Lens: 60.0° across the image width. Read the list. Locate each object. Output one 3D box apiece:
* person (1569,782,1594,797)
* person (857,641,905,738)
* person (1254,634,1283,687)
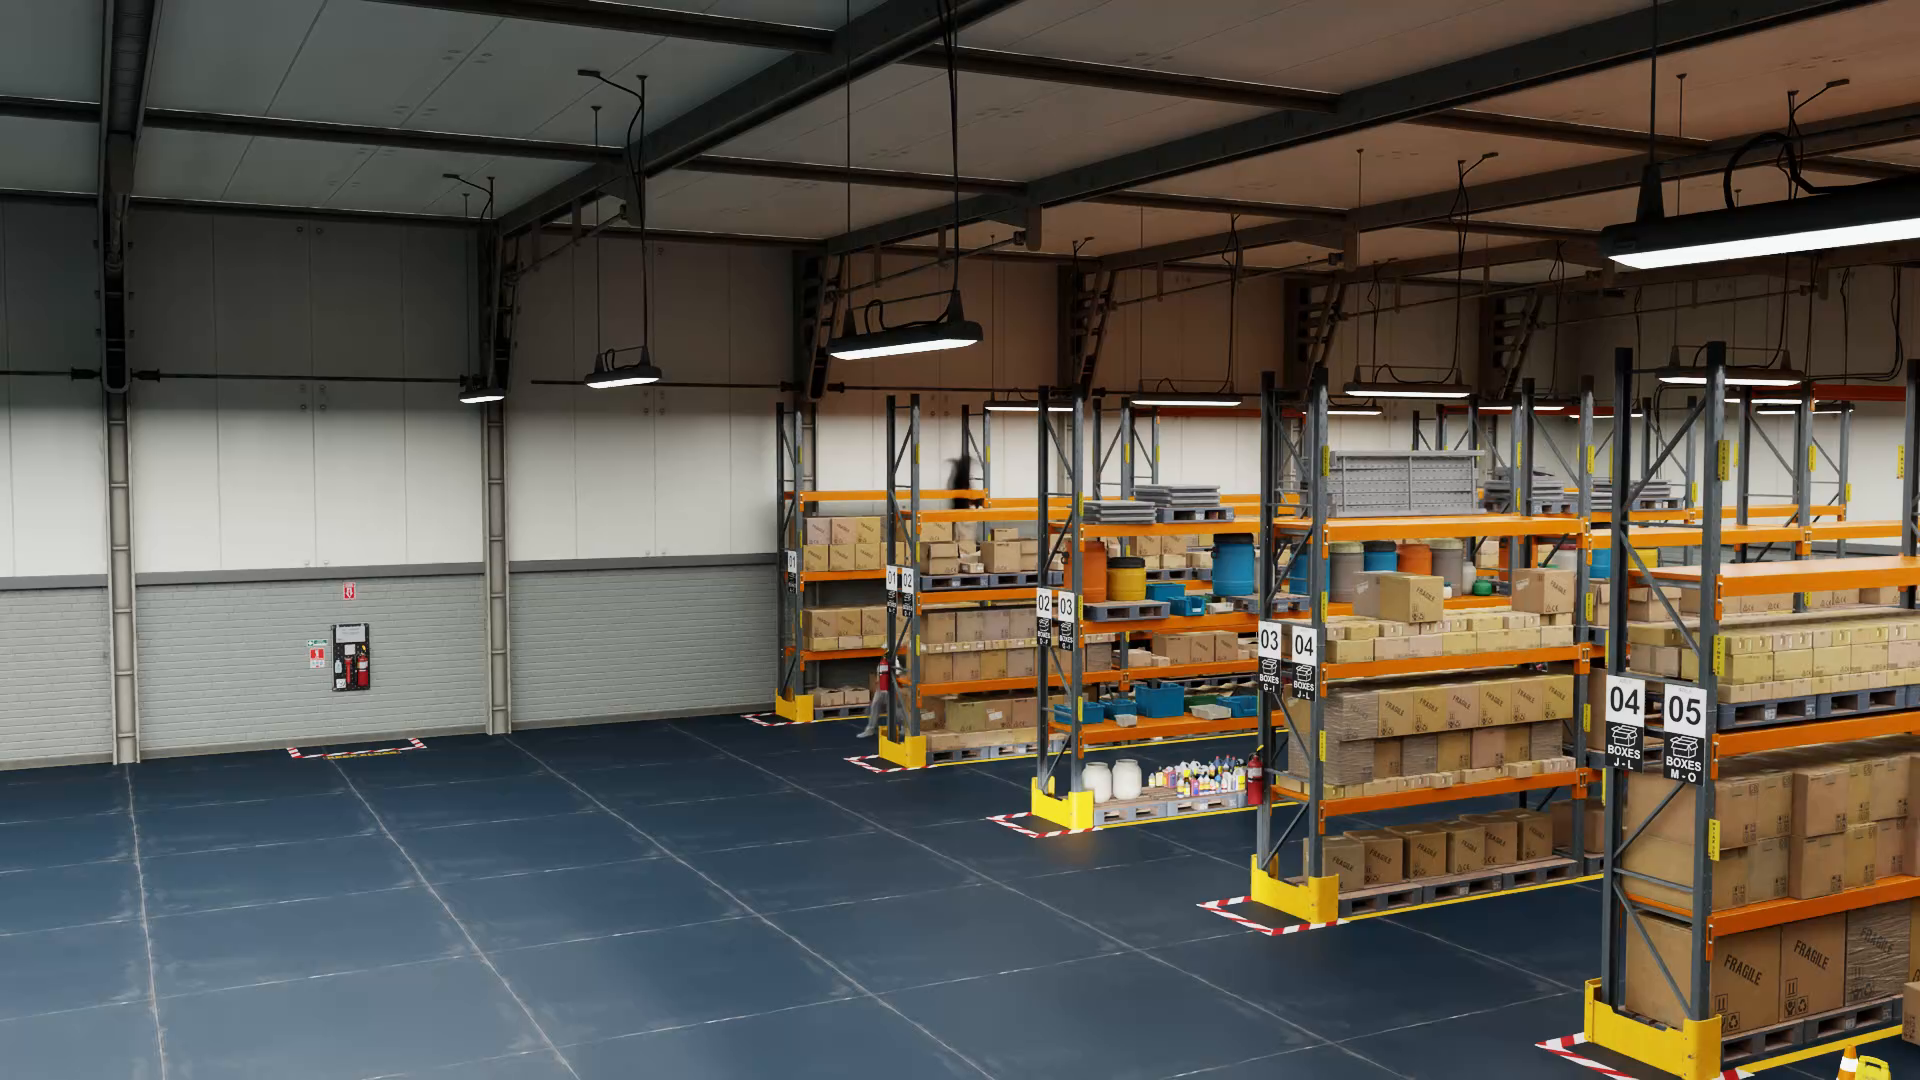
[{"bbox_3d":[8.763,3.003,23.222,0.622,1.731,0.667,-3,4,-41],"label":"person"},{"bbox_3d":[-1.256,2.607,29.138,0.967,1.723,0.737,-2,4,-29],"label":"person"},{"bbox_3d":[6.332,2.451,34.259,0.823,1.614,0.533,-3,4,-39],"label":"person"}]
